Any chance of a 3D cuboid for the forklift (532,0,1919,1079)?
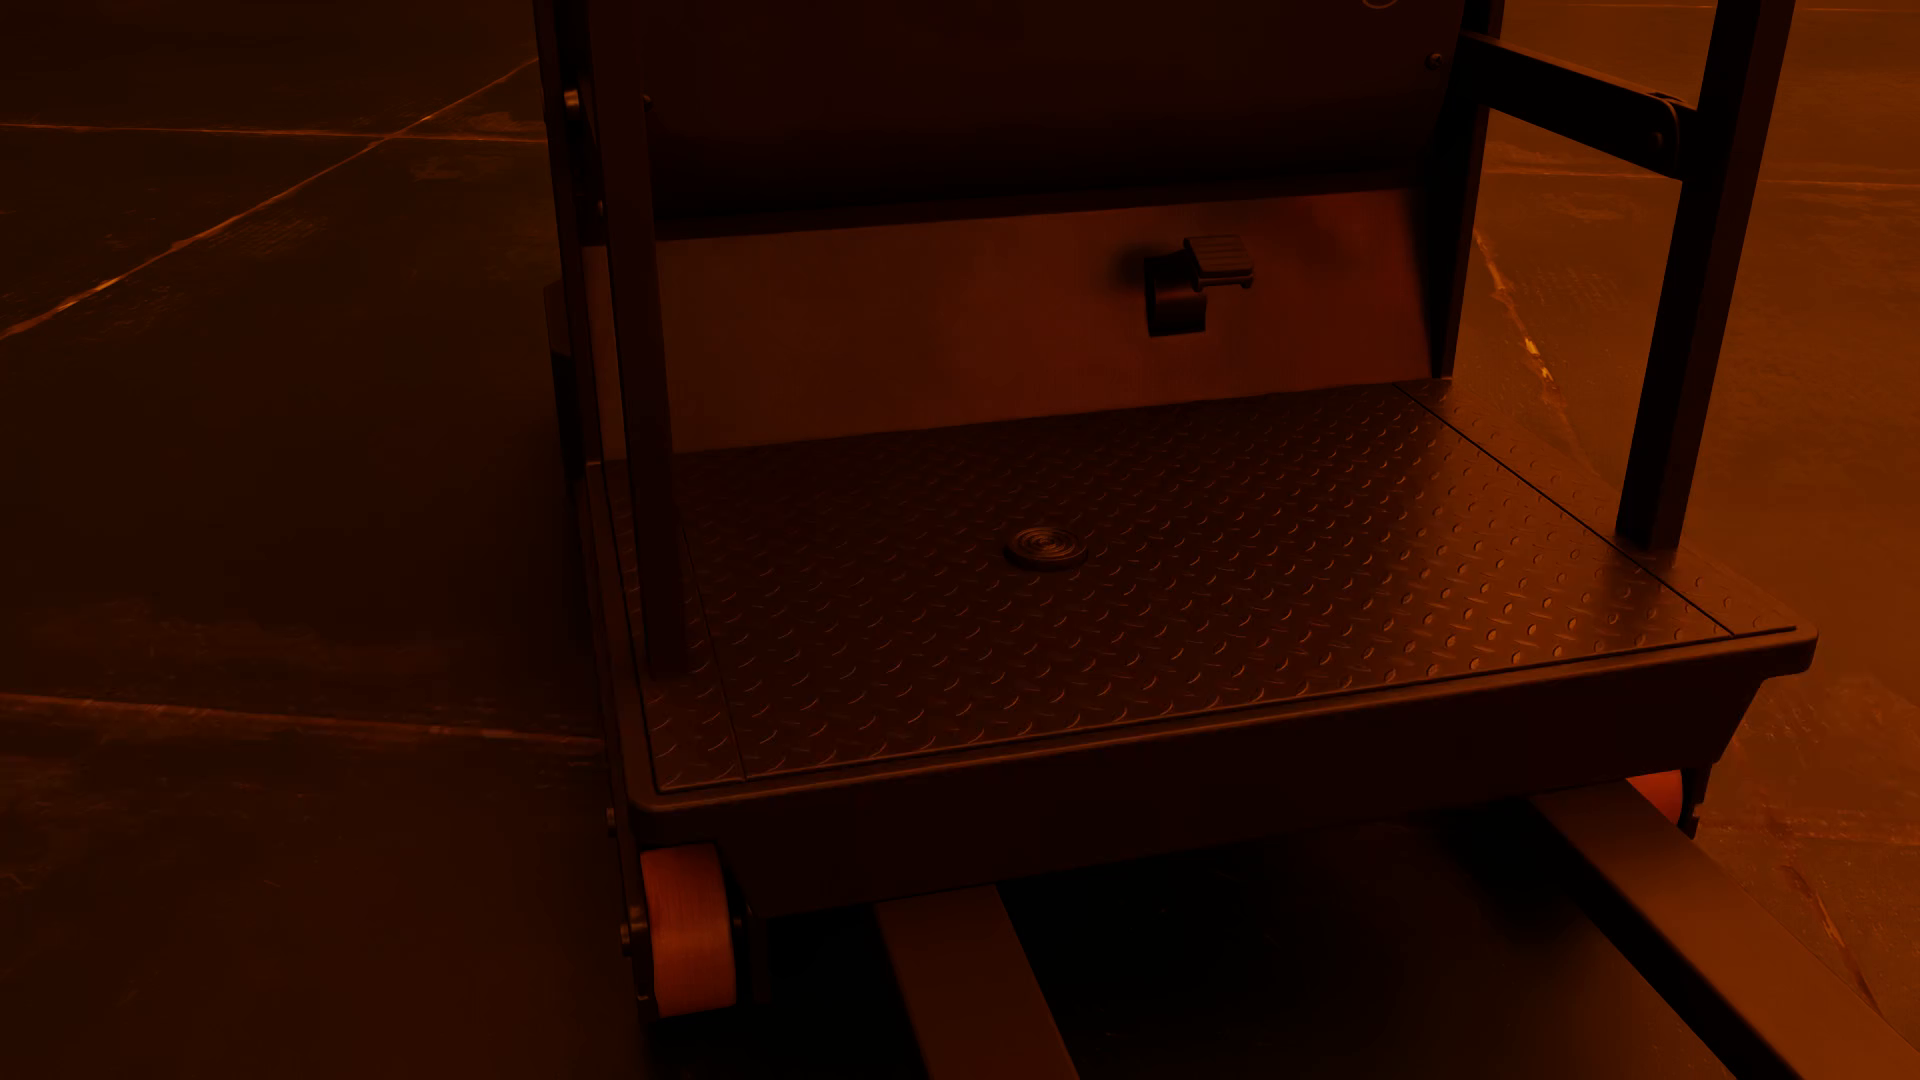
[{"bbox_3d":[0.153,-1.049,1.319,1.130,2.935,3.031,-7,27,-13],"label":"forklift"}]
